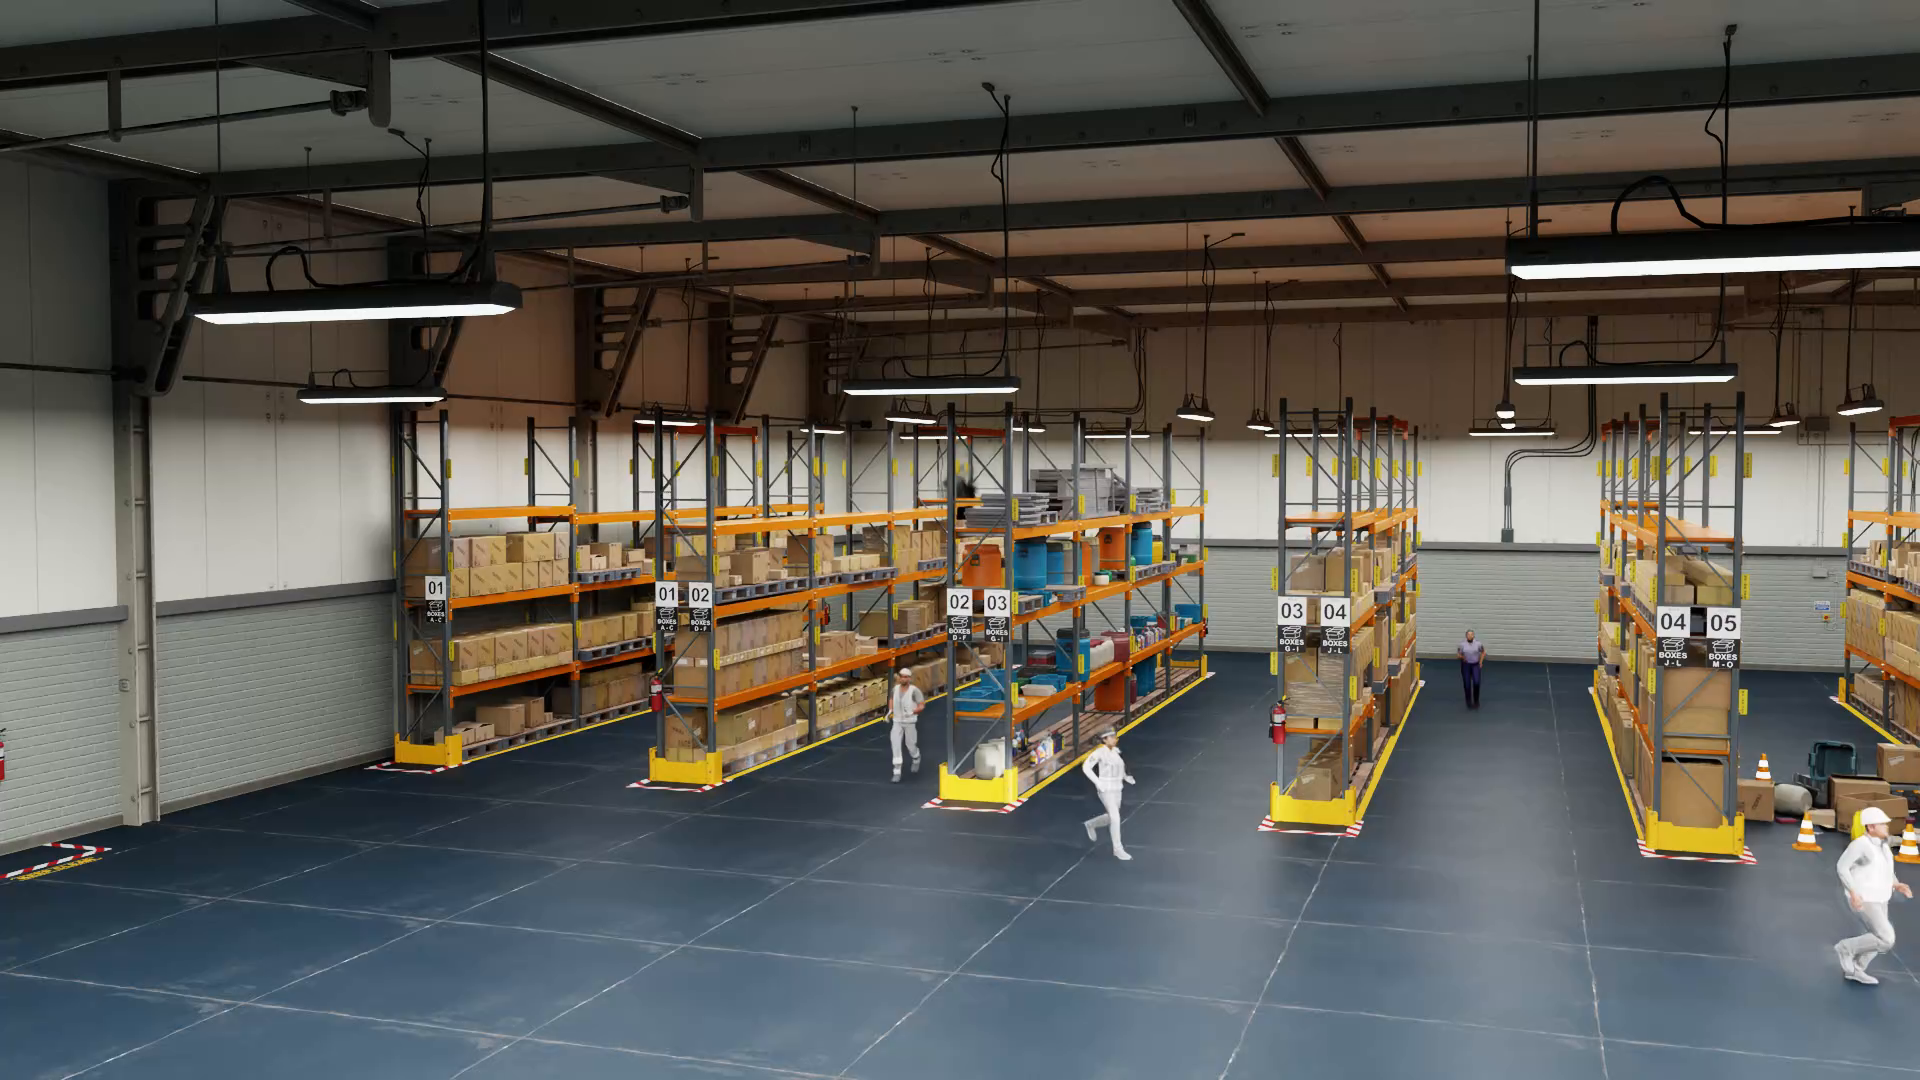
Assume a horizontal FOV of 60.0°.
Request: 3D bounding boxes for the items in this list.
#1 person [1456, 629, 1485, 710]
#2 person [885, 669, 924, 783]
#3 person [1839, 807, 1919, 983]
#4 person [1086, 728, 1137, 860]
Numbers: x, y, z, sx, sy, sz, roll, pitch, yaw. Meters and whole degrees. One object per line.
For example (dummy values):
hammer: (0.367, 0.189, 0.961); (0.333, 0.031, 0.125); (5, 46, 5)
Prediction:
person: (10.668, 2.707, 34.745); (0.580, 1.690, 0.718); (1, 3, 18)
person: (-0.887, 2.959, 26.711); (0.678, 1.776, 0.907); (1, 3, 18)
person: (8.861, 3.441, 16.021); (0.641, 1.726, 0.666); (-2, 3, -36)
person: (1.926, 3.256, 21.514); (0.618, 1.686, 0.771); (-2, 3, -42)
